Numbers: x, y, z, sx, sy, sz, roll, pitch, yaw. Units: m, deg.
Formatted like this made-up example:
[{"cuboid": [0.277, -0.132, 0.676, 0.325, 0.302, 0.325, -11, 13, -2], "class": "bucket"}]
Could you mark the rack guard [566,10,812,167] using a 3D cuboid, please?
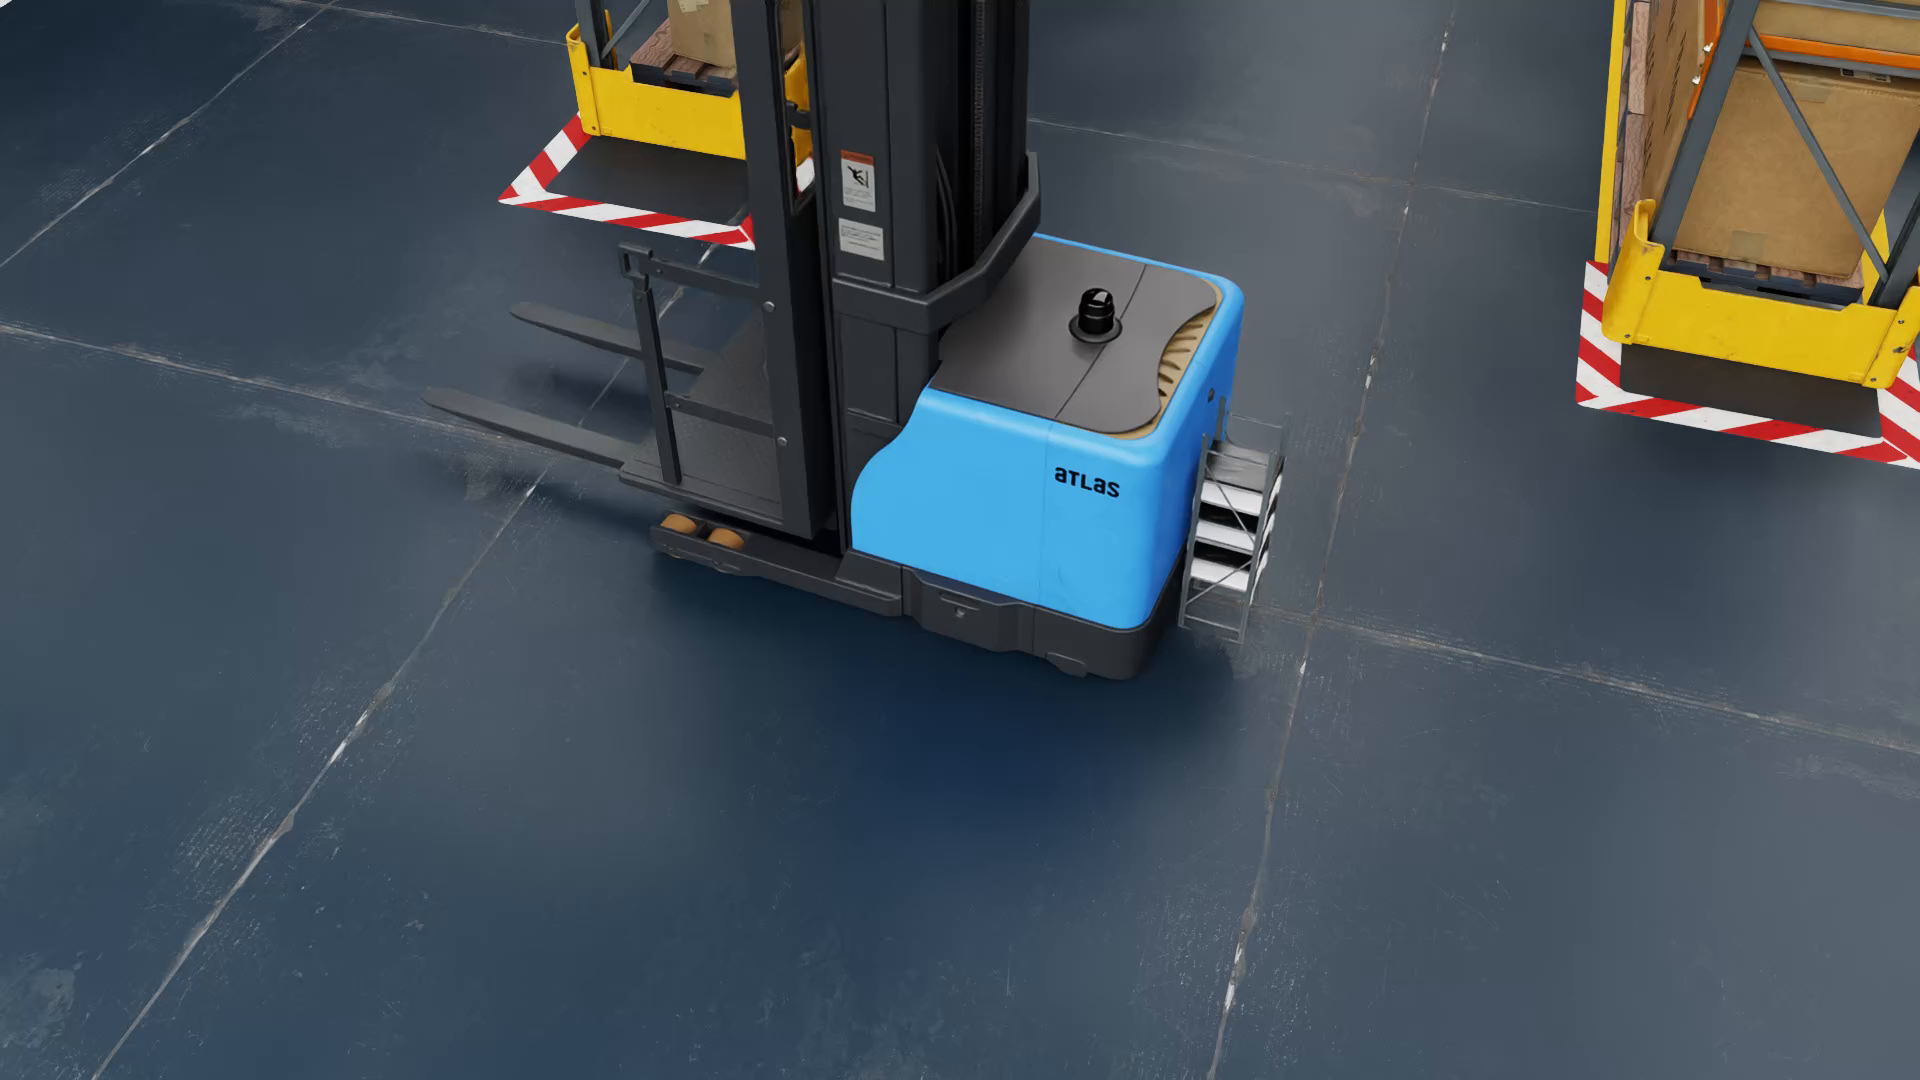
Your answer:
[{"cuboid": [-1.308, -2.215, 8.157, 1.175, 0.500, 0.348, 13, 46, 13], "class": "rack guard"}]

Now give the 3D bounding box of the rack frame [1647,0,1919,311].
[{"cuboid": [3.366, -1.940, 6.088, 1.000, 3.000, 0.127, 13, 46, 13], "class": "rack frame"}]

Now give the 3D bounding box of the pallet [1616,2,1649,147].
[{"cuboid": [3.905, -2.304, 8.453, 1.003, 0.211, 1.213, 13, 46, 13], "class": "pallet"}]

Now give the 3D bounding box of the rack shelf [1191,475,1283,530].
[{"cuboid": [0.926, -0.155, 5.556, 0.258, 0.077, 0.200, 16, 46, 15], "class": "rack shelf"}]

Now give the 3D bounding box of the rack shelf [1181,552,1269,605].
[{"cuboid": [0.926, 0.102, 5.808, 0.258, 0.077, 0.200, 16, 46, 15], "class": "rack shelf"}]

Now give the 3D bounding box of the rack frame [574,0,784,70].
[{"cuboid": [-1.331, -3.058, 7.231, 1.000, 3.000, 0.127, 13, 46, 13], "class": "rack frame"}]

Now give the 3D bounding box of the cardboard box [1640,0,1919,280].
[{"cuboid": [3.508, -1.797, 7.161, 0.875, 0.875, 0.875, 13, 46, 13], "class": "cardboard box"}]

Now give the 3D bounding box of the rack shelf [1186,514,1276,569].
[{"cuboid": [0.926, -0.027, 5.682, 0.258, 0.077, 0.200, 16, 46, 15], "class": "rack shelf"}]

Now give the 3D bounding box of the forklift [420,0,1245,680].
[{"cuboid": [-0.590, -1.248, 5.430, 3.031, 2.935, 1.130, 17, 47, 16], "class": "forklift"}]

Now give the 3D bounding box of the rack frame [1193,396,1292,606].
[{"cuboid": [0.963, -0.117, 5.726, 0.240, 0.900, 0.006, 16, 46, 15], "class": "rack frame"}]

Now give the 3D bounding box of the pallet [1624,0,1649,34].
[{"cuboid": [4.272, -3.120, 9.287, 1.003, 0.211, 1.213, 13, 46, 13], "class": "pallet"}]

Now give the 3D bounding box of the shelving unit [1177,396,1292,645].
[{"cuboid": [0.926, -0.051, 5.658, 0.258, 0.900, 0.210, 16, 46, 15], "class": "shelving unit"}]

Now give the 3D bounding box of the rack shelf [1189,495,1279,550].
[{"cuboid": [0.926, -0.091, 5.619, 0.258, 0.077, 0.200, 16, 46, 15], "class": "rack shelf"}]

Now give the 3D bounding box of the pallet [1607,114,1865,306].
[{"cuboid": [3.533, -1.493, 7.625, 1.003, 0.211, 1.213, 13, 46, 13], "class": "pallet"}]

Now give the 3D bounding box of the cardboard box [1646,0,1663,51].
[{"cuboid": [4.051, -2.991, 8.381, 0.875, 0.875, 0.875, 13, 46, 13], "class": "cardboard box"}]

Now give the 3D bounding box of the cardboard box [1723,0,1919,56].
[{"cuboid": [3.435, -2.251, 6.298, 0.875, 0.550, 0.550, 13, 46, 13], "class": "cardboard box"}]

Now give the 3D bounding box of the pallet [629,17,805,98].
[{"cuboid": [-1.028, -2.646, 8.803, 1.003, 0.211, 1.213, 13, 46, 13], "class": "pallet"}]

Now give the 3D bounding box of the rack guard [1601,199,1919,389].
[{"cuboid": [3.359, -1.031, 6.946, 1.175, 0.500, 0.348, 13, 46, 13], "class": "rack guard"}]

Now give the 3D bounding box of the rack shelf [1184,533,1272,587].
[{"cuboid": [0.926, 0.038, 5.745, 0.258, 0.077, 0.200, 16, 46, 15], "class": "rack shelf"}]

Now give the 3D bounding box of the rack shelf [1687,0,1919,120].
[{"cuboid": [3.971, -3.016, 7.702, 1.077, 0.370, 4.000, 13, 46, 13], "class": "rack shelf"}]

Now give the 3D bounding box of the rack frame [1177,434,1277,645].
[{"cuboid": [0.888, 0.015, 5.591, 0.240, 0.900, 0.006, 16, 46, 15], "class": "rack frame"}]

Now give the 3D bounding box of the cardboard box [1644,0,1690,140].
[{"cuboid": [3.773, -2.384, 7.760, 0.875, 0.875, 0.875, 12, 46, 12], "class": "cardboard box"}]

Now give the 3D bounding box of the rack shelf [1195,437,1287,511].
[{"cuboid": [0.926, -0.220, 5.493, 0.258, 0.077, 0.200, 16, 46, 15], "class": "rack shelf"}]

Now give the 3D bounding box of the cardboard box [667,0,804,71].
[{"cuboid": [-1.126, -2.728, 8.380, 0.500, 0.500, 0.500, 21, 48, 20], "class": "cardboard box"}]
